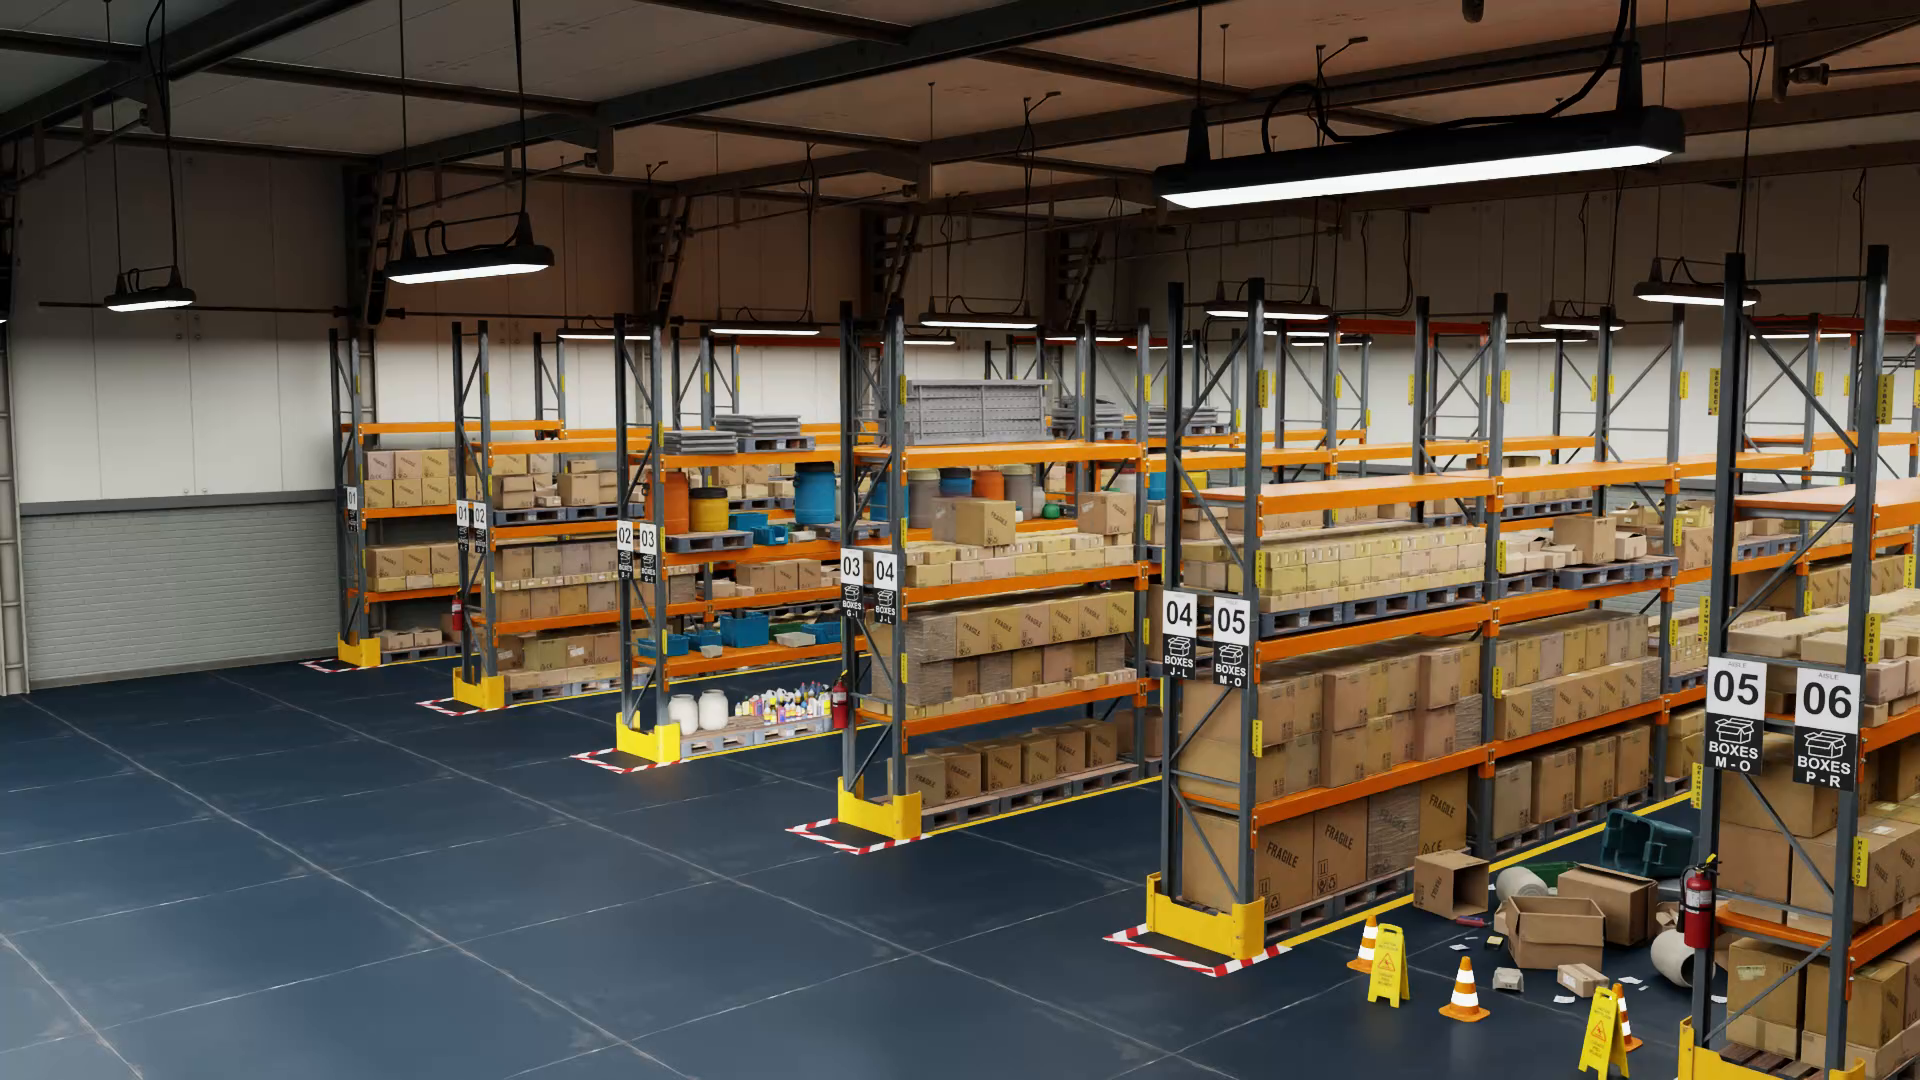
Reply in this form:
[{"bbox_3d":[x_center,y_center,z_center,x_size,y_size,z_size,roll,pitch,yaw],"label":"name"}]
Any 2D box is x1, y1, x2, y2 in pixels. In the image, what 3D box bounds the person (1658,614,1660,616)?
[{"bbox_3d":[10.613,1.903,25.110,0.447,1.623,0.366,0,6,0],"label":"person"}]
